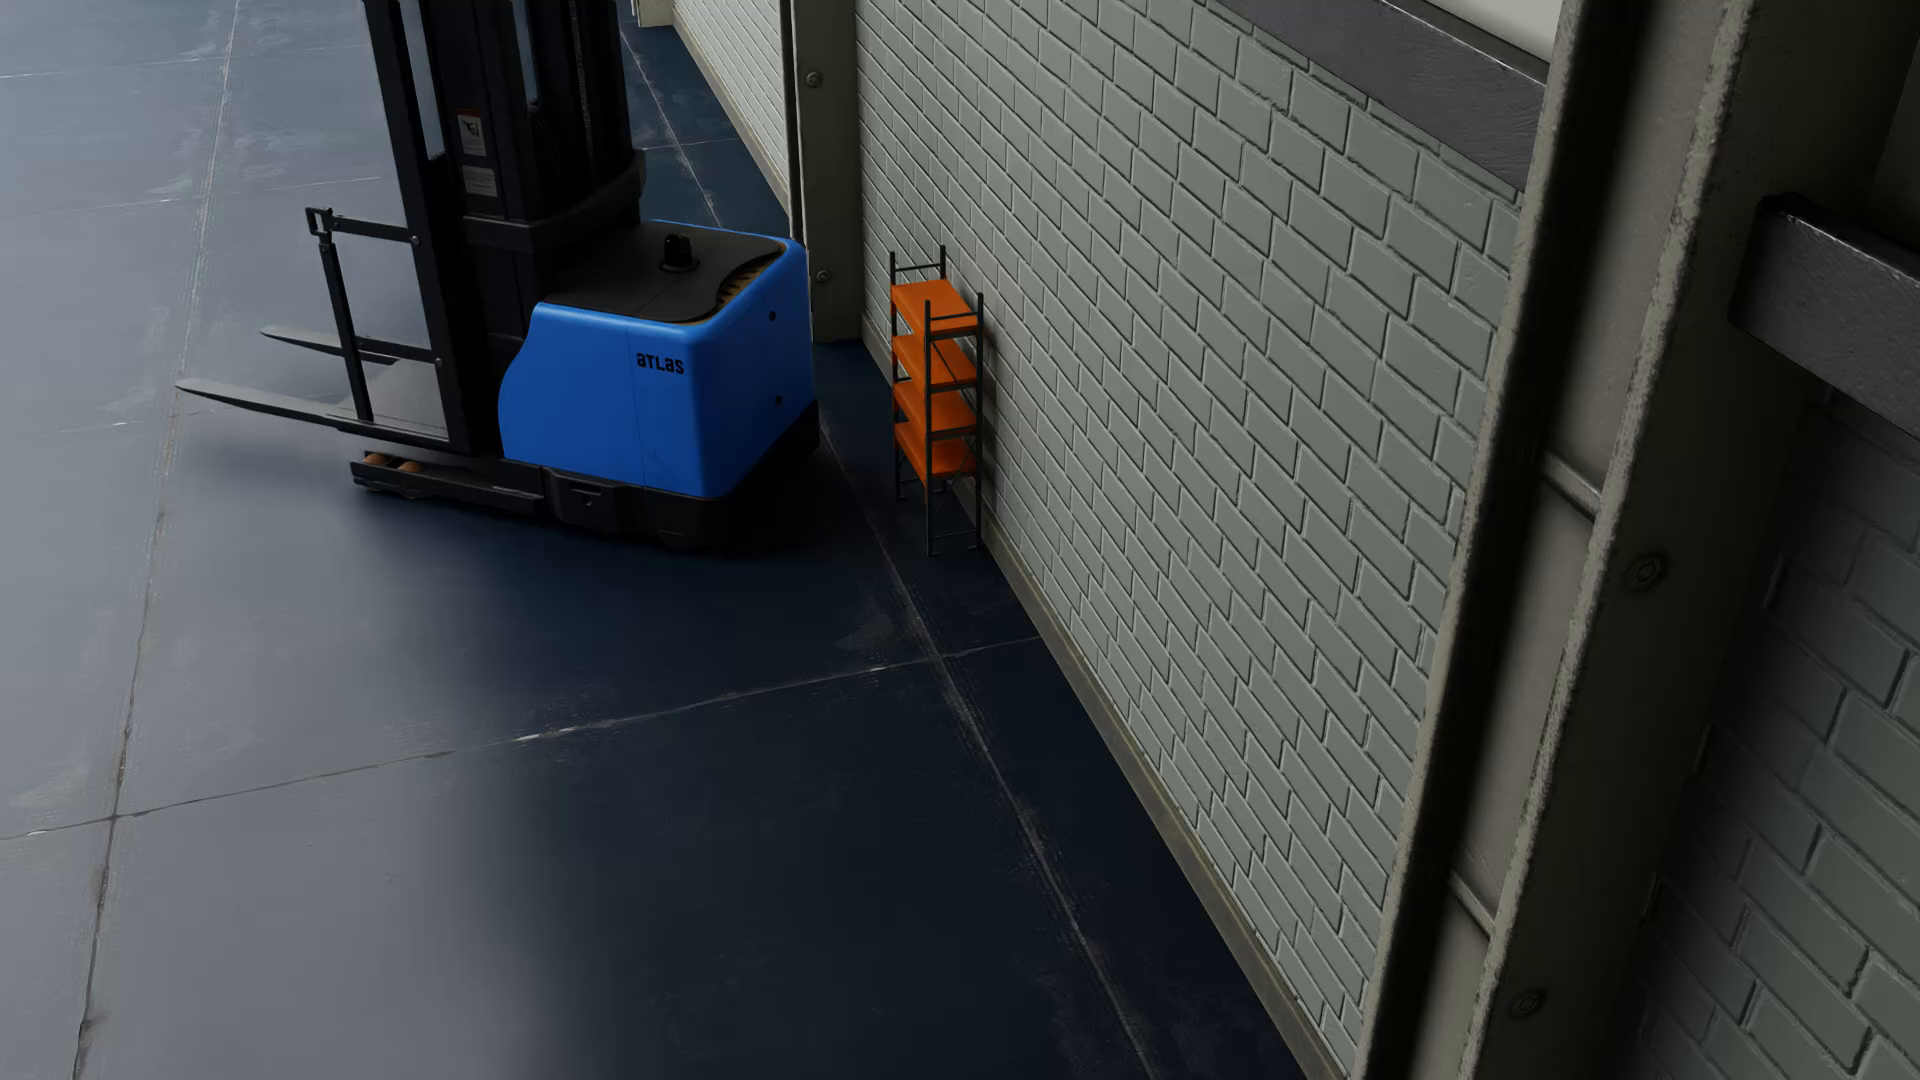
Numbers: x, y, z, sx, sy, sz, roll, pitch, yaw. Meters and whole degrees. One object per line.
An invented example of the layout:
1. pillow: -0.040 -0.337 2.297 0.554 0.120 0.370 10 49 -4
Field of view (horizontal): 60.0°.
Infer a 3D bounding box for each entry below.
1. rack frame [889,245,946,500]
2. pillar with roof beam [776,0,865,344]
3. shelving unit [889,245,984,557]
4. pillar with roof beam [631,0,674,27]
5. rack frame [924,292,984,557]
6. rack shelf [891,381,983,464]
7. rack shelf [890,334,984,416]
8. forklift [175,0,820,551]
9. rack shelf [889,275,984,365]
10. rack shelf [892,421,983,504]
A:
1. rack frame: -0.177 -0.708 7.232 0.240 1.200 0.015 -10 35 -15
2. pillar with roof beam: -4.800 -4.197 5.440 9.100 9.000 0.400 -10 35 -15
3. shelving unit: -0.101 -0.580 7.039 0.258 1.200 0.503 -10 35 -15
4. pillar with roof beam: -6.630 -7.348 10.207 9.100 9.000 0.400 -10 35 -15
5. rack frame: -0.024 -0.452 6.845 0.240 1.200 0.015 -10 35 -15
6. rack shelf: -0.101 -0.524 7.076 0.258 0.148 0.480 -10 35 -15
7. rack shelf: -0.100 -0.710 6.953 0.258 0.148 0.480 -10 35 -15
8. forklift: -2.231 -1.669 7.117 3.031 2.935 1.130 11 35 17
9. rack shelf: -0.100 -0.908 6.822 0.258 0.148 0.480 -10 35 -15
10. rack shelf: -0.101 -0.358 7.185 0.258 0.148 0.480 -10 35 -15
